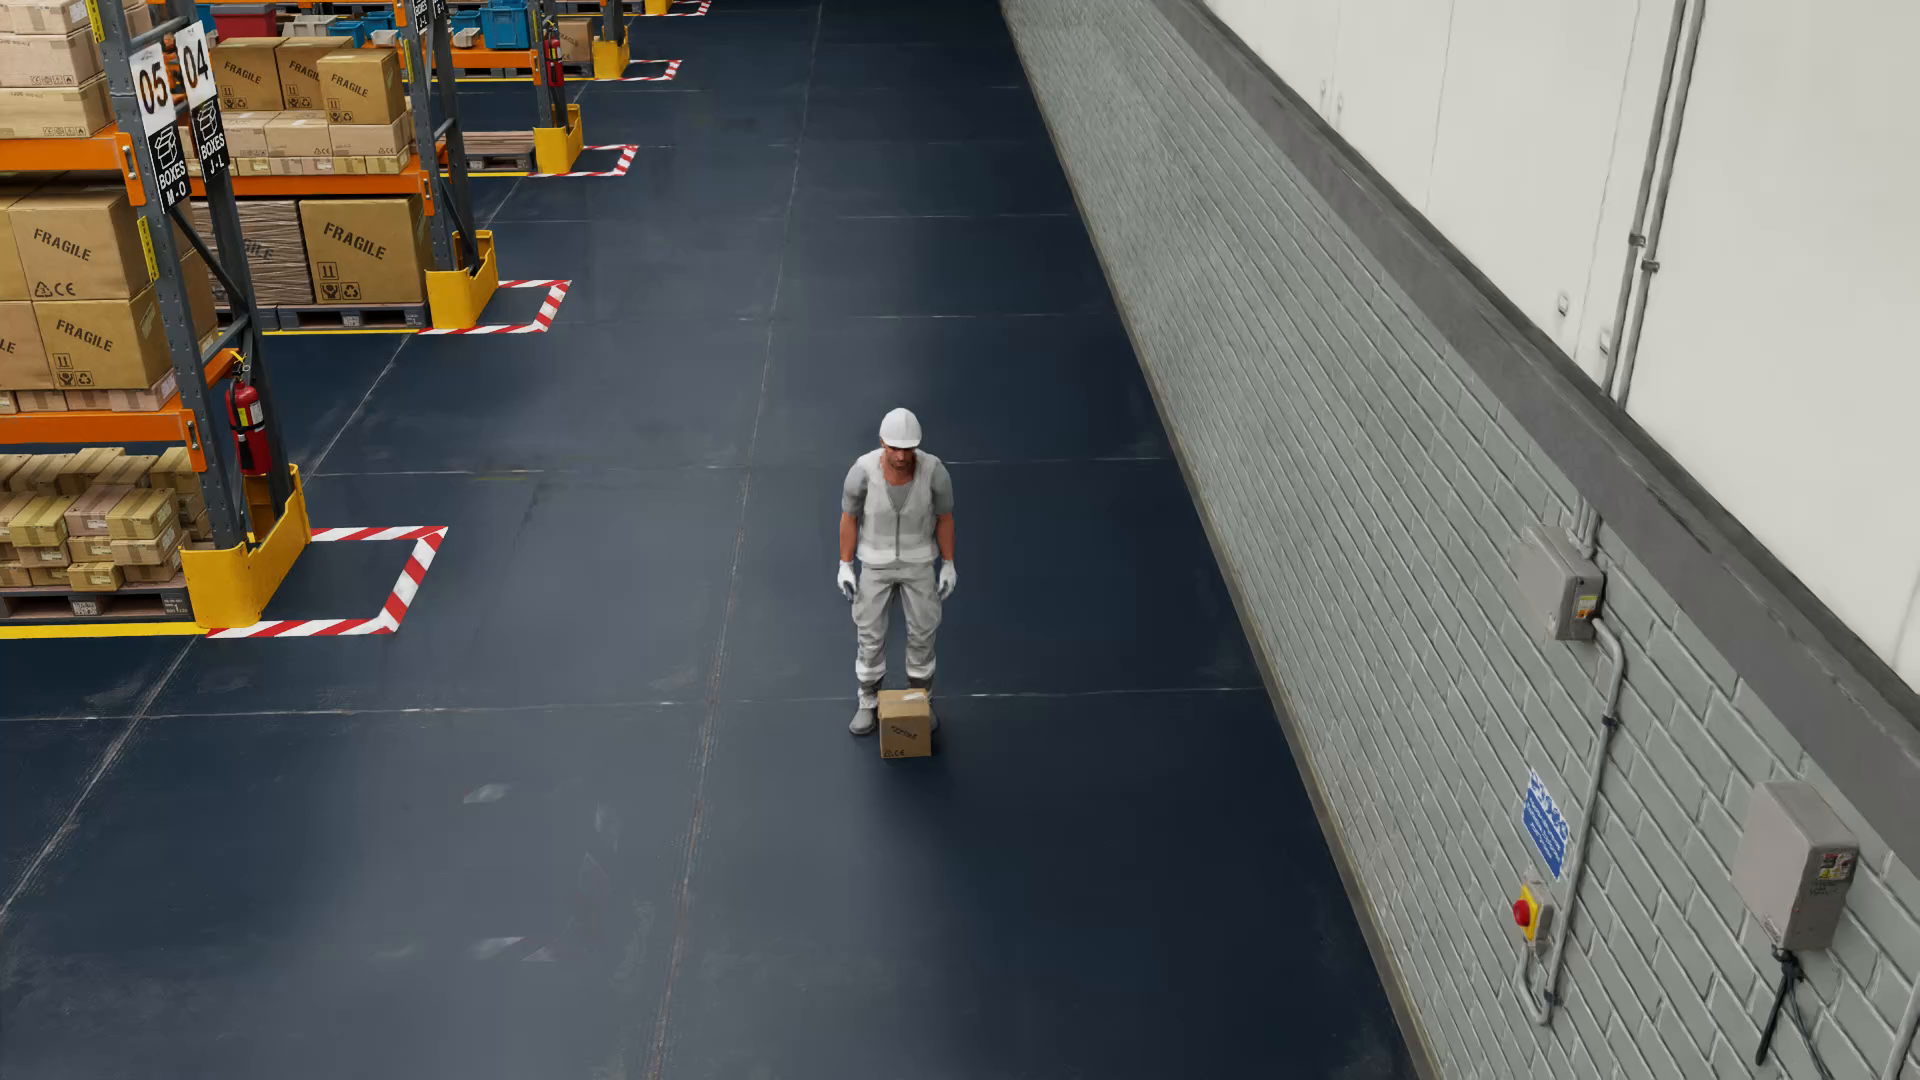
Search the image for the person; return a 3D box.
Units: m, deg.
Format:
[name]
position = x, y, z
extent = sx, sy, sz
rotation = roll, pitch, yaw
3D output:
[person]
position = -0.313, 0.149, 8.315
extent = 0.604, 1.778, 0.450
rotation = -2, 27, -4
